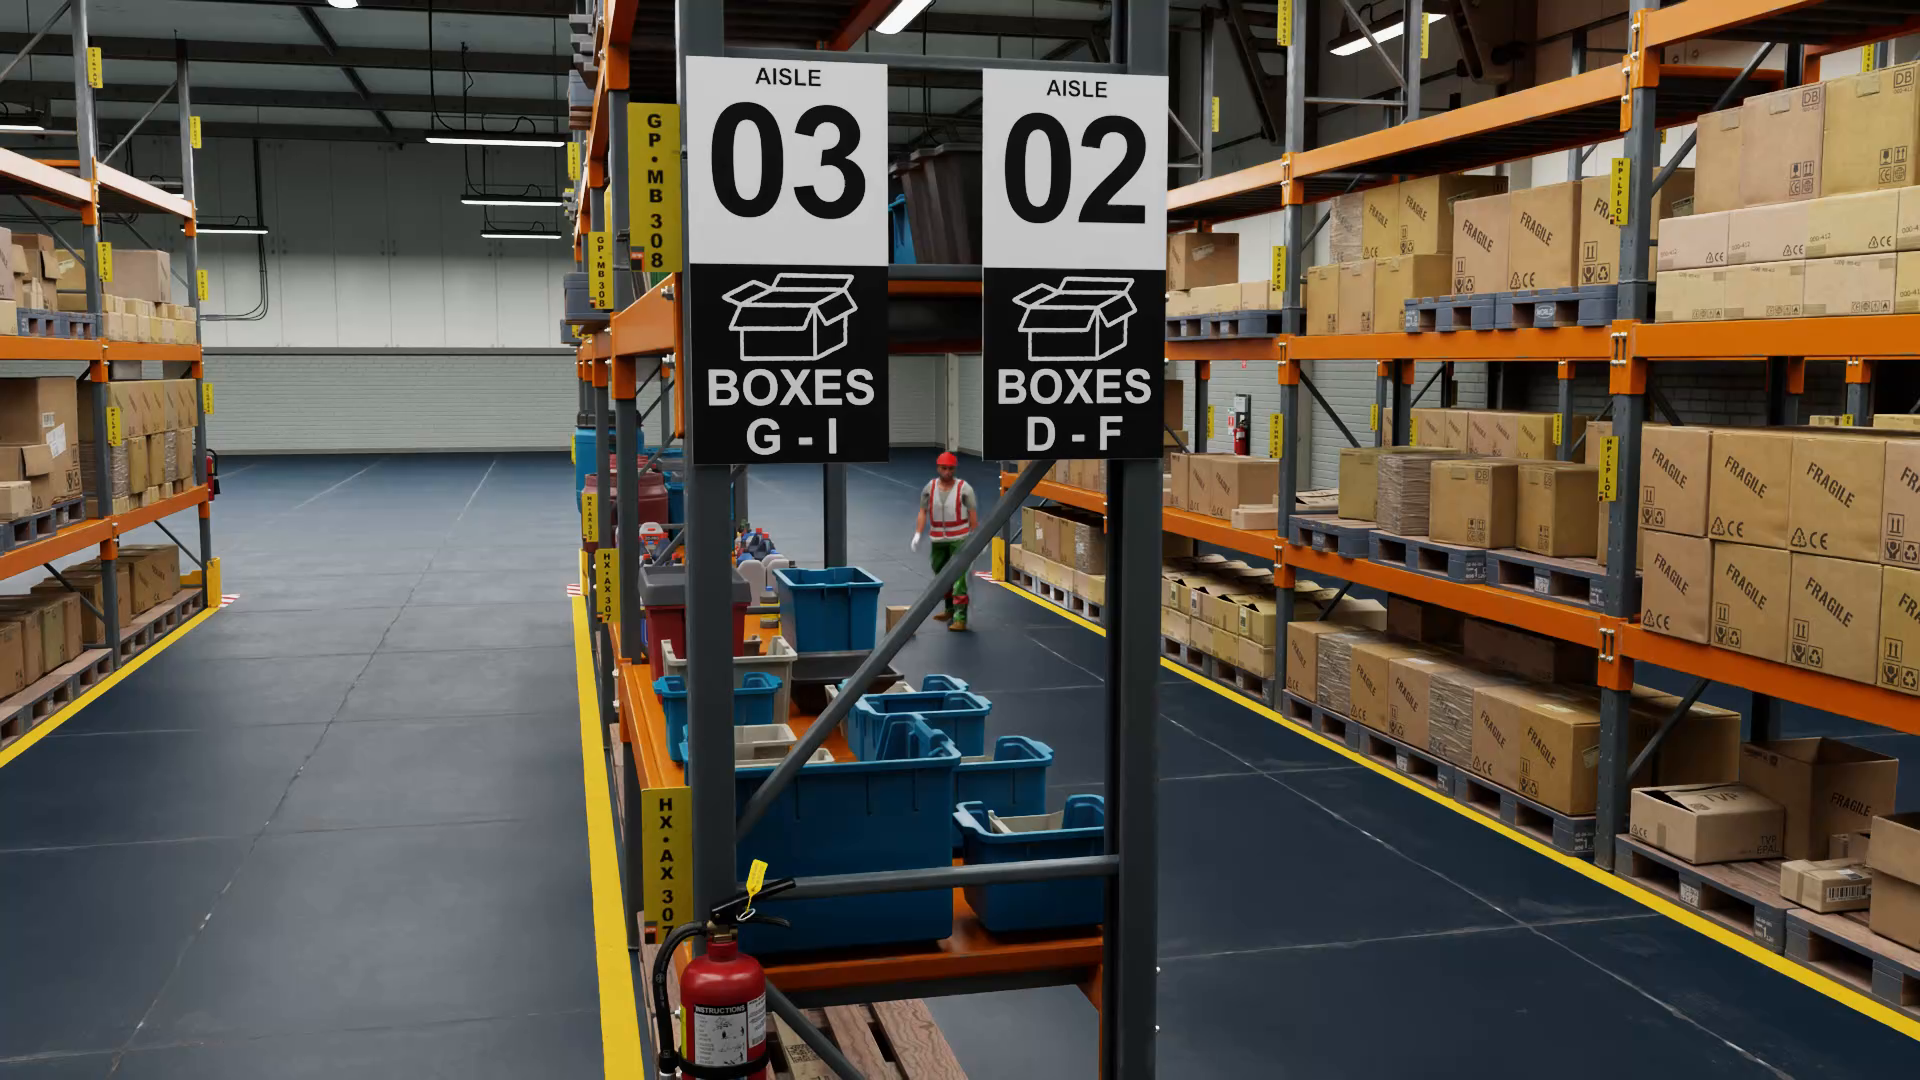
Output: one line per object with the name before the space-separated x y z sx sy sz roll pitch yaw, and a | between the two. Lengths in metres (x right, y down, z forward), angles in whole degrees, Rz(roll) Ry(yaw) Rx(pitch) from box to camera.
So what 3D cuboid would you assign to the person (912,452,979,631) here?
person | -0.115 -0.005 16.467 0.652 1.754 0.827 2 6 20
